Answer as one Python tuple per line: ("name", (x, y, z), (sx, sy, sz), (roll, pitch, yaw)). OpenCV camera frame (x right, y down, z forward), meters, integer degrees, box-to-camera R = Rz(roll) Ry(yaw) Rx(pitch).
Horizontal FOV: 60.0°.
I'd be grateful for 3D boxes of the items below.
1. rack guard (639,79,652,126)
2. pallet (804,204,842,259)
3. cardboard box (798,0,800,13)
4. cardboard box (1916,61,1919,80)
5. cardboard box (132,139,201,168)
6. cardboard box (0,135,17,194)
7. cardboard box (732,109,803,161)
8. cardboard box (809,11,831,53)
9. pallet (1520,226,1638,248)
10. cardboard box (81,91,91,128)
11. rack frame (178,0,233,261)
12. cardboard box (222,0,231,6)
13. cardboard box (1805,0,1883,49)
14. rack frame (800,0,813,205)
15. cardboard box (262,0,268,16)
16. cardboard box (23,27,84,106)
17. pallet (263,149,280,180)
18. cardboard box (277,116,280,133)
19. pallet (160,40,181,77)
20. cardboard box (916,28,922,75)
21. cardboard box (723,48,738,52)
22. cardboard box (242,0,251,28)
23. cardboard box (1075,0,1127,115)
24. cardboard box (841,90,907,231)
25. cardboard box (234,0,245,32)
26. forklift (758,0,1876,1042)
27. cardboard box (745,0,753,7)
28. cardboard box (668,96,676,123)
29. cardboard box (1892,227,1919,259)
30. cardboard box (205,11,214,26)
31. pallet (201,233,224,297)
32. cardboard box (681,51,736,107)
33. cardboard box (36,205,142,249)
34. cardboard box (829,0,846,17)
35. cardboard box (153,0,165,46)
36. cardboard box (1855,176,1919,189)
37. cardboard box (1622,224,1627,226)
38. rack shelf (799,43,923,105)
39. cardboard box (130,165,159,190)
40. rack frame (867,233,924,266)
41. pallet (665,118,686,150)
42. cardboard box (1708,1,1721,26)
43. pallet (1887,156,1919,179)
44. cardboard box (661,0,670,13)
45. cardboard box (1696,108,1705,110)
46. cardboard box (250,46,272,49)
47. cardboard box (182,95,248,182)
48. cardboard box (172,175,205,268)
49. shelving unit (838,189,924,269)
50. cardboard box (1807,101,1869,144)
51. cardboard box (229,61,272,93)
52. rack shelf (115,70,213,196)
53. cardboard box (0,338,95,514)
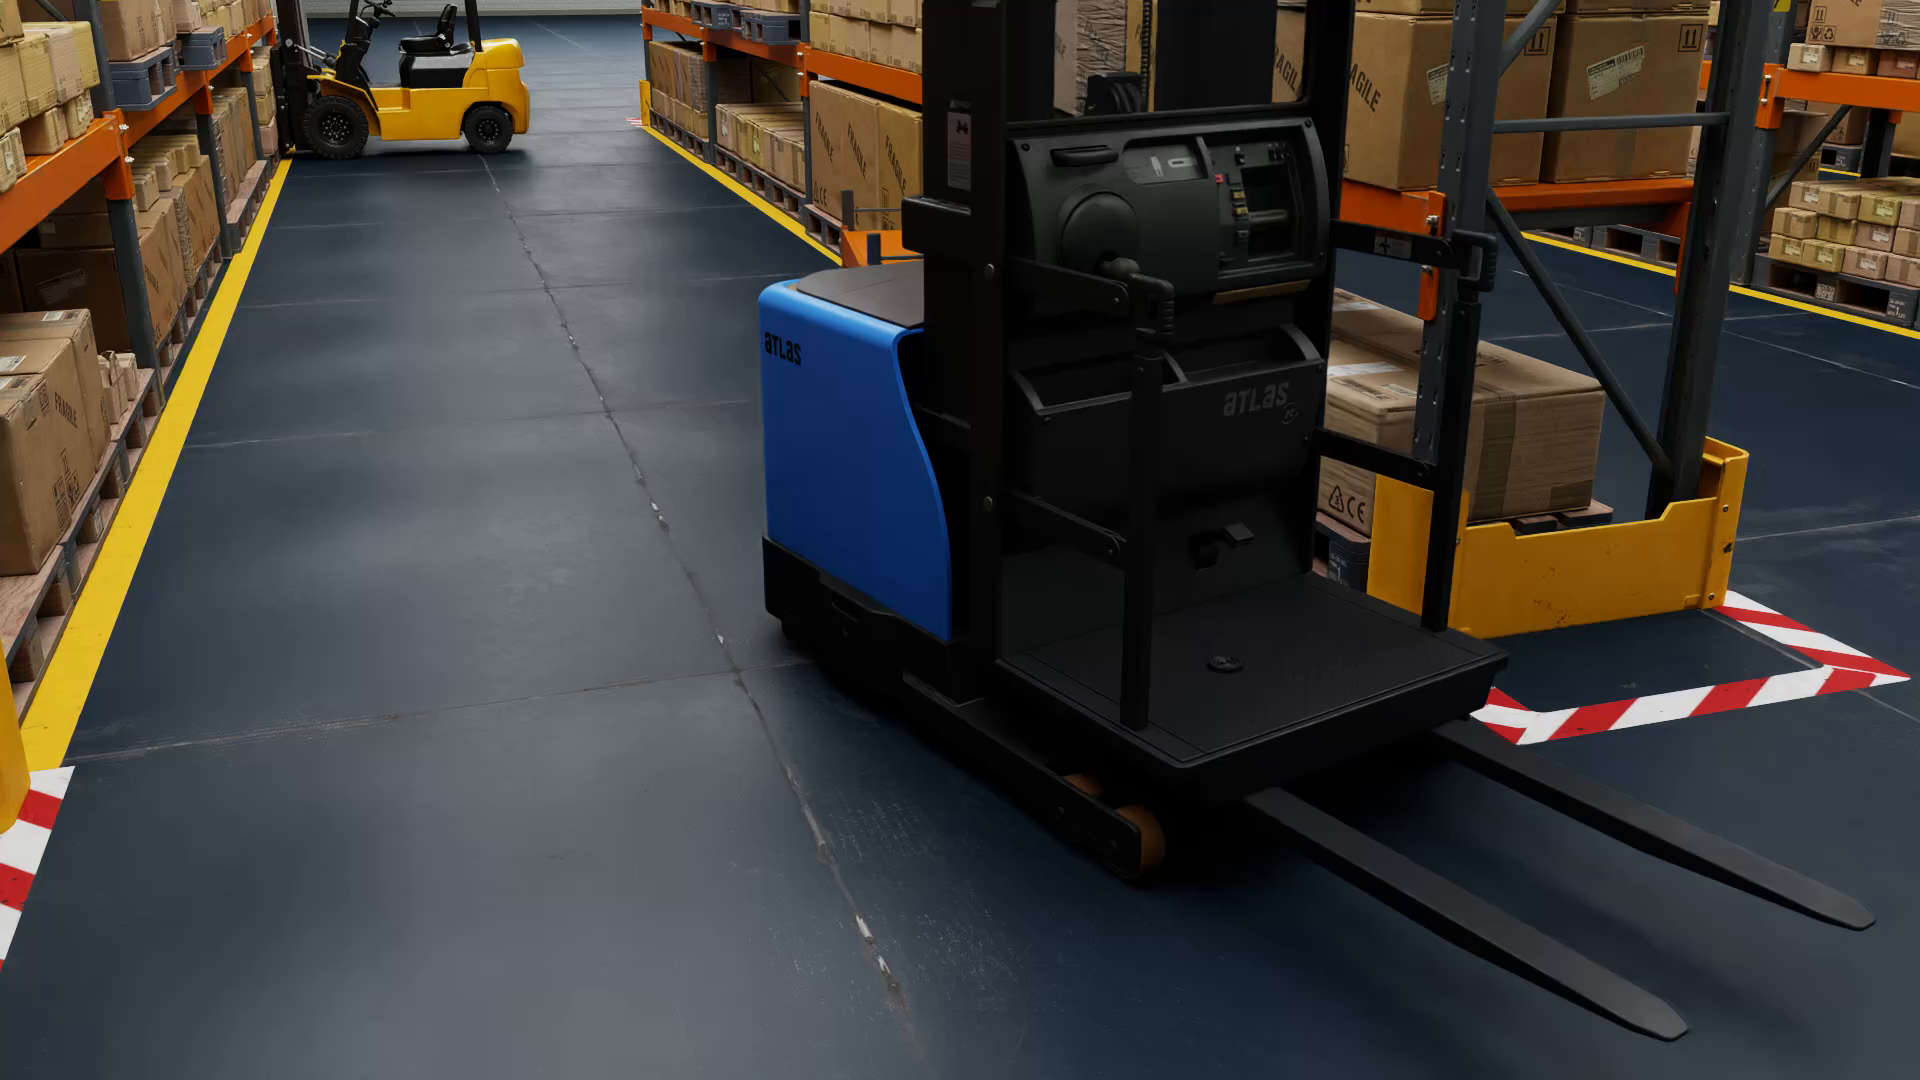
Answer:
("rack guard", (-3.140, -5.137, 19.480), (1.175, 0.500, 0.348), (-6, 21, -17))
("pallet", (-0.473, -2.197, 11.722), (1.003, 0.211, 1.213), (-6, 21, -17))
("cardboard box", (-0.976, -3.930, 12.172), (0.380, 0.149, 0.250), (-6, 21, -15))
("cardboard box", (5.419, -2.559, 8.975), (0.380, 0.149, 0.250), (-7, 21, -20))
("cardboard box", (-4.850, -2.353, 10.147), (0.380, 0.149, 0.250), (-8, 21, -20))
("cardboard box", (-3.047, -1.110, 4.941), (0.380, 0.149, 0.250), (-7, 21, -19))
("cardboard box", (-1.510, -3.617, 14.815), (0.950, 0.372, 0.625), (-5, 20, -14))
("cardboard box", (-0.735, -3.516, 11.491), (0.500, 0.250, 0.500), (-7, 21, -18))
("pallet", (4.642, -2.375, 12.217), (1.003, 0.211, 1.213), (-6, 21, -17))
("cardboard box", (-3.661, -1.684, 6.538), (0.380, 0.149, 0.250), (-6, 21, -16))
("rack frame", (-5.361, -3.242, 10.506), (1.000, 3.000, 0.127), (-6, 21, -17))
("cardboard box", (-5.897, -4.231, 12.741), (0.500, 0.250, 0.500), (-6, 21, -16))
("cardboard box", (5.191, -3.047, 9.374), (0.500, 0.500, 0.500), (-7, 21, -18))
("rack frame", (-0.650, -3.771, 11.977), (1.000, 3.000, 0.127), (-6, 21, -17))
("cardboard box", (-7.317, -5.559, 16.808), (0.500, 0.500, 0.500), (-6, 21, -15))
("cardboard box", (-3.540, -1.731, 6.081), (0.500, 0.250, 0.500), (-6, 21, -17))
("pallet", (-6.828, -3.473, 15.274), (1.003, 0.211, 1.213), (-6, 21, -17))
("cardboard box", (-6.947, -4.109, 16.367), (0.500, 0.250, 0.500), (-6, 21, -15))
("pallet", (-4.745, -2.528, 8.802), (1.003, 0.211, 1.213), (-6, 21, -17))
("cardboard box", (0.068, -2.697, 9.211), (0.500, 0.250, 0.500), (-7, 21, -18))
("cardboard box", (-2.177, -4.866, 17.364), (0.500, 0.500, 0.500), (-5, 20, -14))
("cardboard box", (-6.509, -4.743, 14.536), (0.500, 0.500, 0.500), (-7, 21, -19))
("cardboard box", (0.811, -2.034, 6.993), (0.500, 0.500, 0.500), (-6, 21, -17))
("cardboard box", (-0.235, -2.451, 10.826), (0.875, 0.875, 0.875), (-6, 21, -17))
("cardboard box", (-6.211, -4.321, 13.732), (0.500, 0.250, 0.500), (-6, 21, -16))
("forklift", (0.645, -0.795, 3.793), (1.130, 2.935, 3.031), (-13, 23, -32))
("cardboard box", (-1.538, -4.419, 13.533), (0.380, 0.149, 0.250), (-7, 21, -19))
("cardboard box", (-2.836, -4.615, 17.774), (0.500, 0.250, 0.500), (-5, 20, -14))
("cardboard box", (5.443, -1.658, 9.252), (0.380, 0.149, 0.250), (-7, 21, -20))
("cardboard box", (-5.421, -3.502, 11.451), (0.500, 0.250, 0.500), (-7, 21, -18))
("pallet", (-5.162, -1.686, 10.299), (1.003, 0.211, 1.213), (-6, 21, -17))
("cardboard box", (-2.509, -4.635, 16.721), (0.500, 0.500, 0.500), (-6, 21, -16))
("cardboard box", (-3.963, -1.428, 7.573), (0.380, 0.149, 0.250), (-5, 20, -15))
("cardboard box", (-0.563, -3.581, 10.930), (0.500, 0.250, 0.500), (-6, 21, -16))
("cardboard box", (-4.176, -2.580, 8.239), (0.396, 0.266, 0.258), (-5, 20, -15))
("cardboard box", (5.634, -2.095, 10.028), (0.380, 0.149, 0.250), (-6, 21, -16))
("cardboard box", (4.642, -2.442, 11.355), (0.500, 0.500, 0.500), (-7, 21, -18))
("rack shelf", (-0.021, -2.790, 10.312), (1.077, 0.370, 4.000), (-6, 21, -17))
("cardboard box", (-4.546, -1.924, 8.954), (0.380, 0.149, 0.250), (-6, 21, -17))
("rack frame", (-0.049, -0.460, 5.533), (0.500, 1.125, 0.032), (-3, 20, -8))
("pallet", (-2.539, -4.346, 17.704), (1.003, 0.211, 1.213), (-6, 21, -17))
("cardboard box", (4.880, -3.315, 10.458), (0.380, 0.149, 0.250), (-6, 21, -17))
("pallet", (8.934, -3.250, 14.654), (1.003, 0.211, 1.213), (-6, 21, -17))
("cardboard box", (-3.005, -5.750, 17.859), (0.380, 0.149, 0.250), (-6, 21, -16))
("cardboard box", (4.652, -2.798, 11.237), (0.500, 0.250, 0.500), (-5, 20, -15))
("cardboard box", (-7.434, -5.069, 17.559), (0.500, 0.250, 0.500), (-6, 21, -15))
("cardboard box", (-6.207, -3.190, 13.252), (0.875, 0.625, 0.625), (-7, 21, -18))
("cardboard box", (-4.709, -1.821, 9.626), (0.500, 0.500, 0.500), (-5, 20, -15))
("shelving unit", (-0.124, -0.630, 6.006), (0.538, 1.125, 1.048), (-3, 20, -8))
("cardboard box", (8.529, -4.067, 15.850), (0.700, 0.500, 0.500), (-8, 21, -20))
("cardboard box", (-6.623, -4.254, 15.289), (0.500, 0.250, 0.500), (-6, 21, -17))
("rack shelf", (-4.732, -2.262, 8.841), (1.077, 0.370, 4.000), (-6, 21, -17))
("cardboard box", (-3.251, -0.361, 5.562), (0.500, 0.500, 0.500), (-6, 21, -16))
